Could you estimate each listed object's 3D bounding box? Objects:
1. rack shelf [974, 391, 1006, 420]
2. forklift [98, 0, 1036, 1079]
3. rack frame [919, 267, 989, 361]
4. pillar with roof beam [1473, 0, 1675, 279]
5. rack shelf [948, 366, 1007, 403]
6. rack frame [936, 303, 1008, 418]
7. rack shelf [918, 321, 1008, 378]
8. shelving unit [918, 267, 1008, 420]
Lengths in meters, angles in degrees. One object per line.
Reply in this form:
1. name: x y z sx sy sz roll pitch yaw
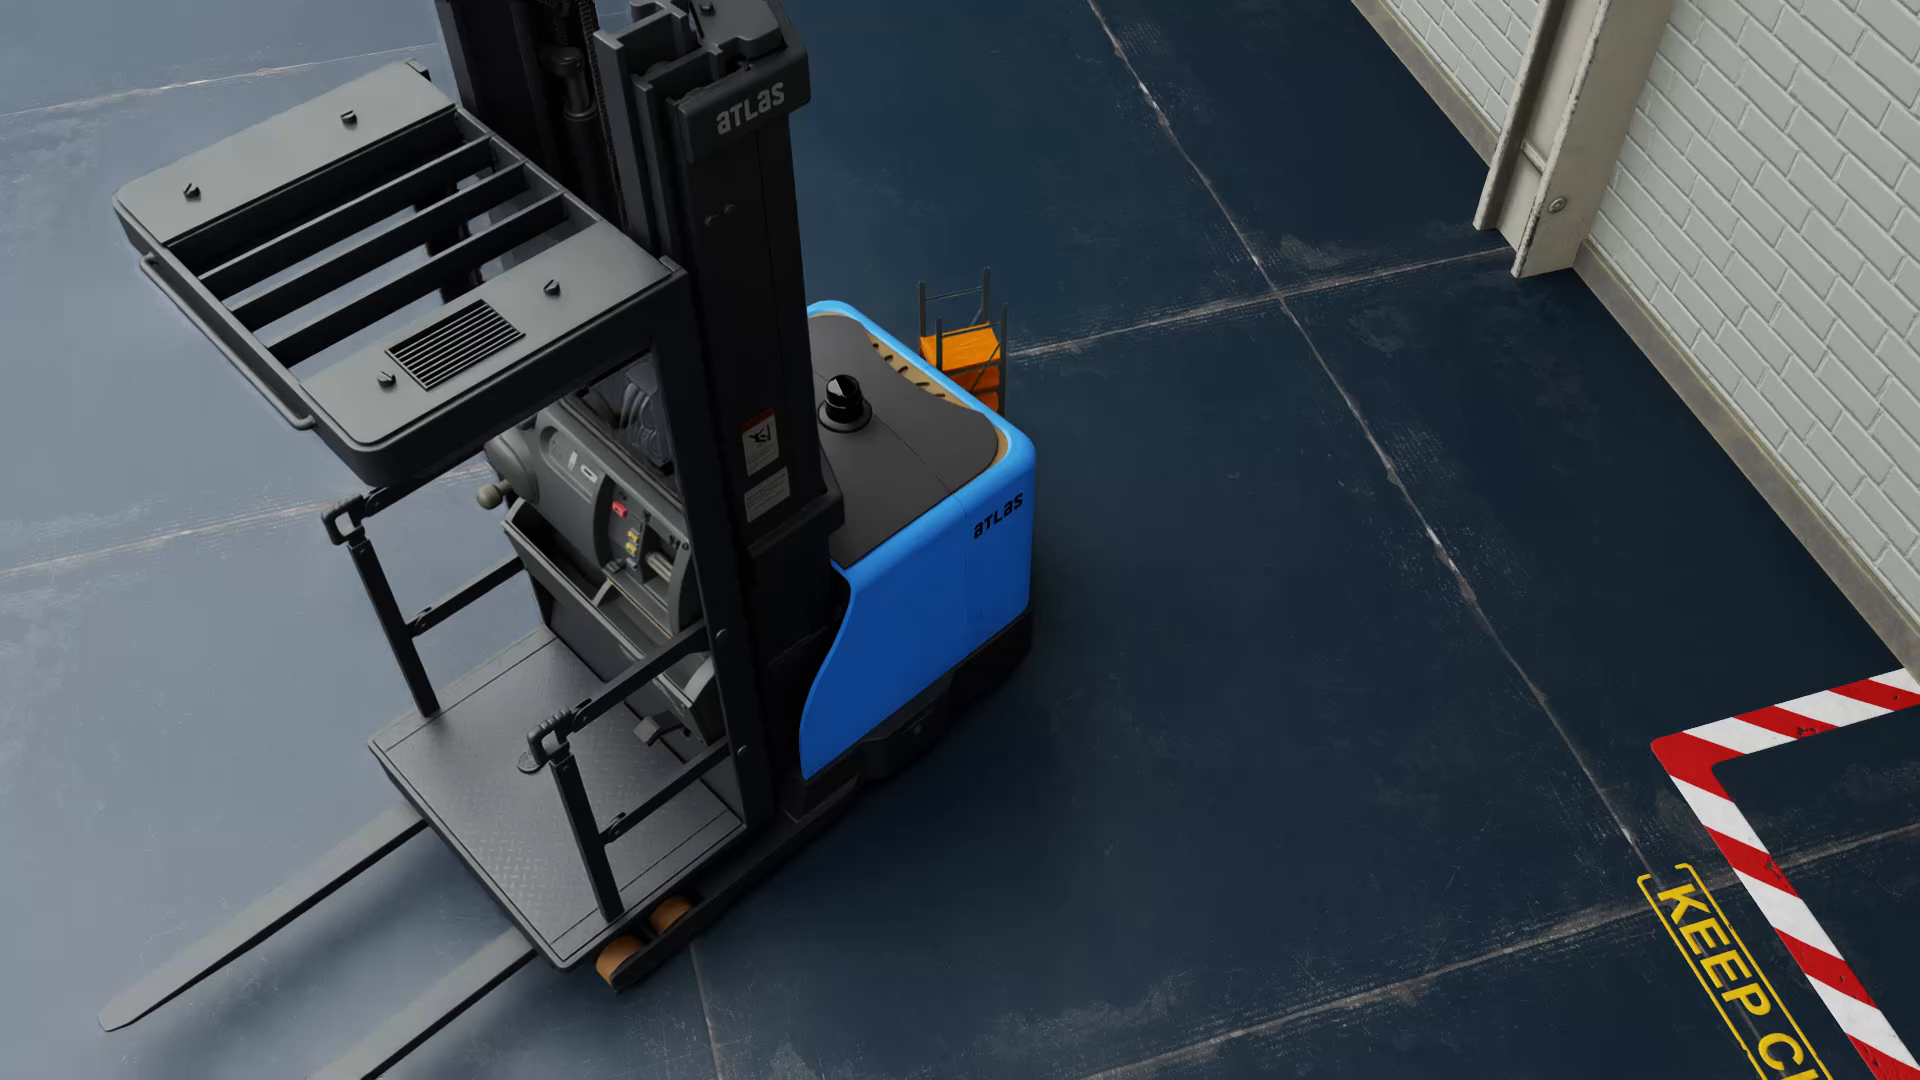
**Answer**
1. rack shelf: 0.009 -0.458 5.752 0.258 0.103 0.180 -14 51 -12
2. forklift: -1.163 -0.035 4.362 3.031 2.935 1.130 -36 59 -26
3. rack frame: -0.020 -0.475 5.866 0.240 1.200 0.006 -14 51 -12
4. pillar with roof beam: -1.613 -3.238 3.094 9.100 9.000 0.400 -13 51 -11
5. rack shelf: 0.009 -0.535 5.660 0.258 0.103 0.180 -14 51 -12
6. rack frame: 0.037 -0.342 5.753 0.240 1.200 0.006 -14 51 -12
7. rack shelf: 0.009 -0.612 5.568 0.258 0.103 0.180 -14 51 -12
8. shelving unit: 0.009 -0.409 5.810 0.258 1.200 0.189 -14 51 -12
